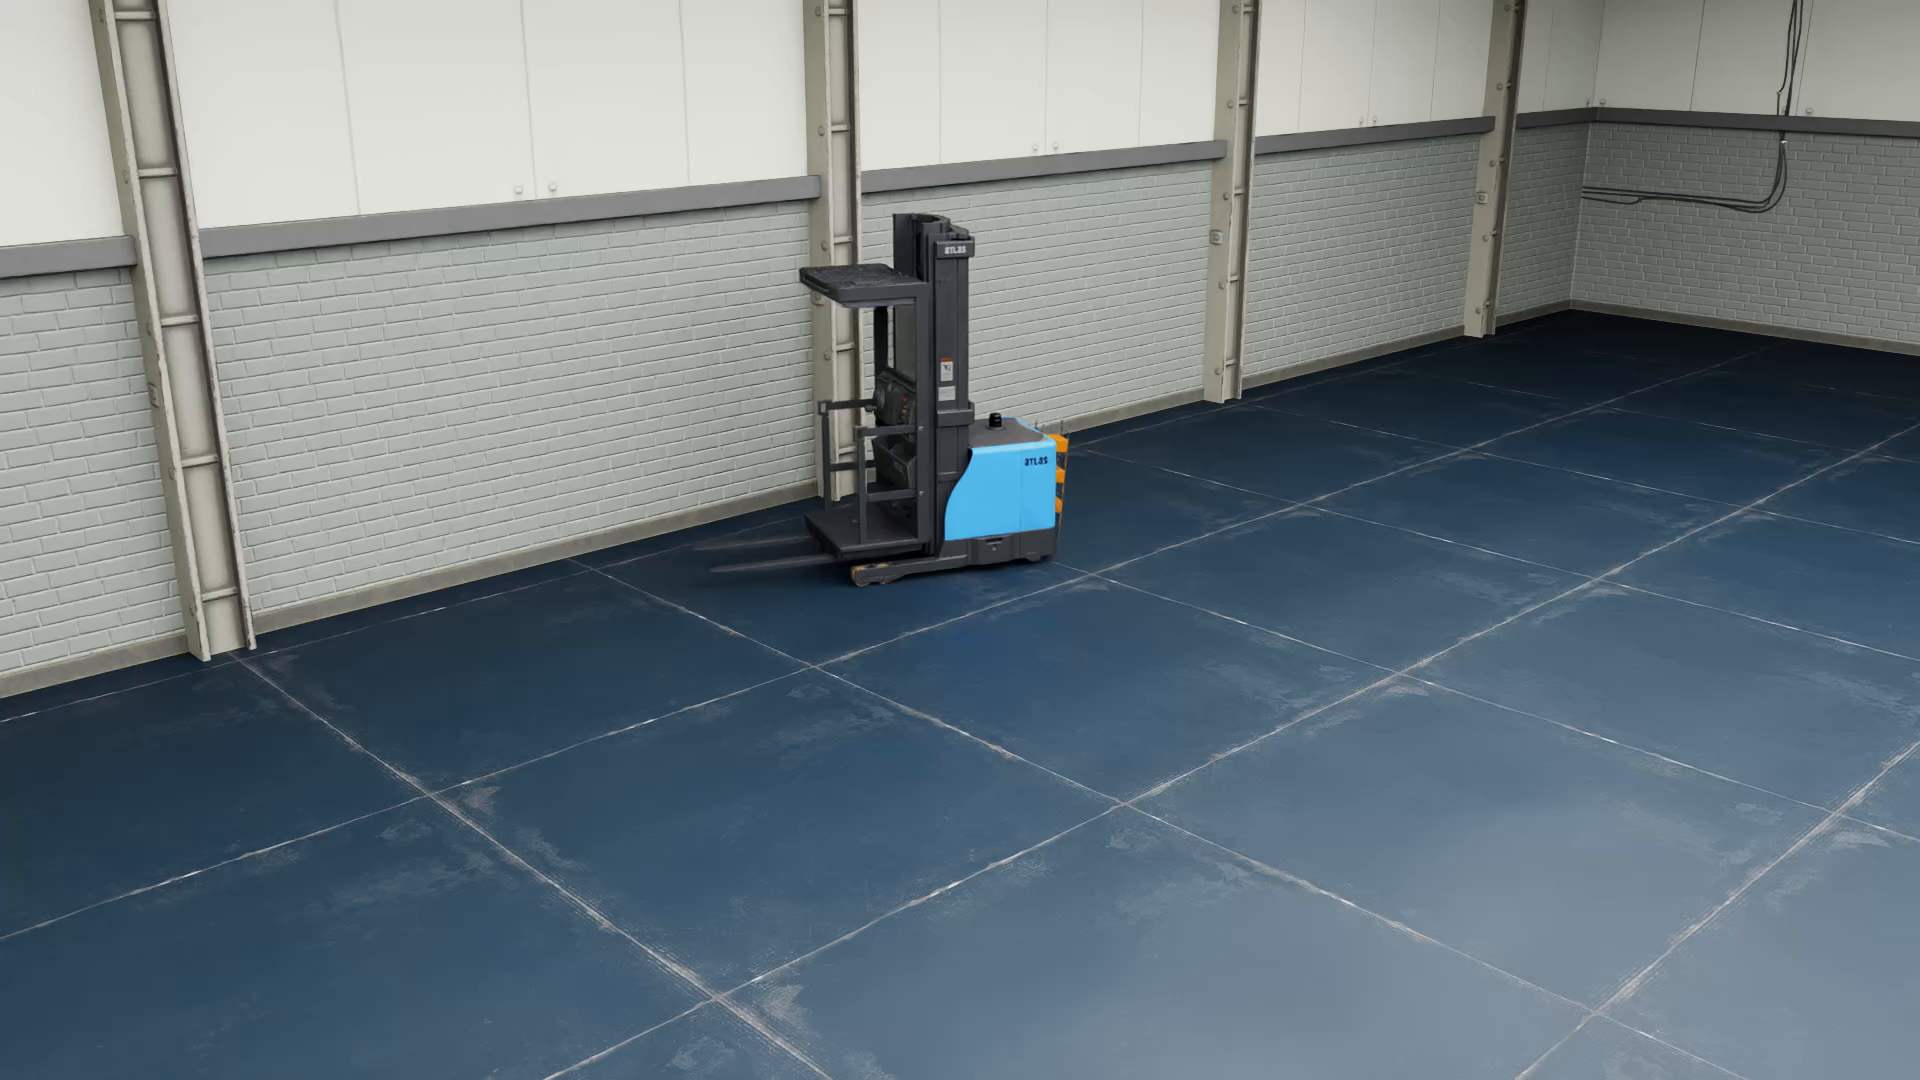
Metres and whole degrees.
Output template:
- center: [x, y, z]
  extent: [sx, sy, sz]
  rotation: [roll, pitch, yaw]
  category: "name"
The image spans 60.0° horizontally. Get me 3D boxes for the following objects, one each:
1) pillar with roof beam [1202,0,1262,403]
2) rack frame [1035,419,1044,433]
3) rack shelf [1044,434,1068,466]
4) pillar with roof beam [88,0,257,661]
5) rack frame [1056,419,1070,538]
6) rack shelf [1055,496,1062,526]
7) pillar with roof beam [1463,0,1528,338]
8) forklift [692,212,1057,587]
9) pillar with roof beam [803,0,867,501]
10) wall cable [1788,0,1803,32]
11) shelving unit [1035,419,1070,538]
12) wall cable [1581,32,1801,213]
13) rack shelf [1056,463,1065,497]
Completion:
- center: [6.150, -5.041, 15.942]
  extent: [0.400, 9.000, 9.100]
  rotation: [-16, 24, -41]
  category: "pillar with roof beam"
- center: [0.672, -0.549, 14.916]
  extent: [0.008, 1.050, 0.200]
  rotation: [-1, 17, -17]
  category: "rack frame"
- center: [0.809, -0.811, 14.874]
  extent: [0.240, 0.259, 0.215]
  rotation: [-1, 17, -17]
  category: "rack shelf"
- center: [-2.569, -2.498, 8.100]
  extent: [0.400, 9.000, 9.100]
  rotation: [-16, 24, -41]
  category: "pillar with roof beam"
- center: [0.905, -0.552, 14.988]
  extent: [0.008, 1.050, 0.200]
  rotation: [-1, 17, -17]
  category: "rack frame"
- center: [0.767, -0.275, 15.034]
  extent: [0.240, 0.259, 0.215]
  rotation: [-1, 17, -17]
  category: "rack shelf"
- center: [10.510, -6.312, 19.863]
  extent: [0.400, 9.000, 9.100]
  rotation: [-16, 24, -41]
  category: "pillar with roof beam"
- center: [-0.735, -1.190, 13.903]
  extent: [3.031, 2.935, 1.130]
  rotation: [-7, 19, -20]
  category: "forklift"
- center: [1.790, -3.770, 12.021]
  extent: [0.400, 9.000, 9.100]
  rotation: [-16, 24, -41]
  category: "pillar with roof beam"
- center: [12.460, -7.924, 21.681]
  extent: [0.112, 2.526, 3.097]
  rotation: [-16, 24, -41]
  category: "wall cable"
- center: [0.789, -0.550, 14.952]
  extent: [0.252, 1.050, 0.215]
  rotation: [-1, 17, -17]
  category: "shelving unit"
- center: [10.601, -6.128, 24.329]
  extent: [0.112, 2.526, 3.097]
  rotation: [-16, 24, -41]
  category: "wall cable"
- center: [0.788, -0.540, 14.955]
  extent: [0.240, 0.259, 0.215]
  rotation: [-1, 17, -17]
  category: "rack shelf"
